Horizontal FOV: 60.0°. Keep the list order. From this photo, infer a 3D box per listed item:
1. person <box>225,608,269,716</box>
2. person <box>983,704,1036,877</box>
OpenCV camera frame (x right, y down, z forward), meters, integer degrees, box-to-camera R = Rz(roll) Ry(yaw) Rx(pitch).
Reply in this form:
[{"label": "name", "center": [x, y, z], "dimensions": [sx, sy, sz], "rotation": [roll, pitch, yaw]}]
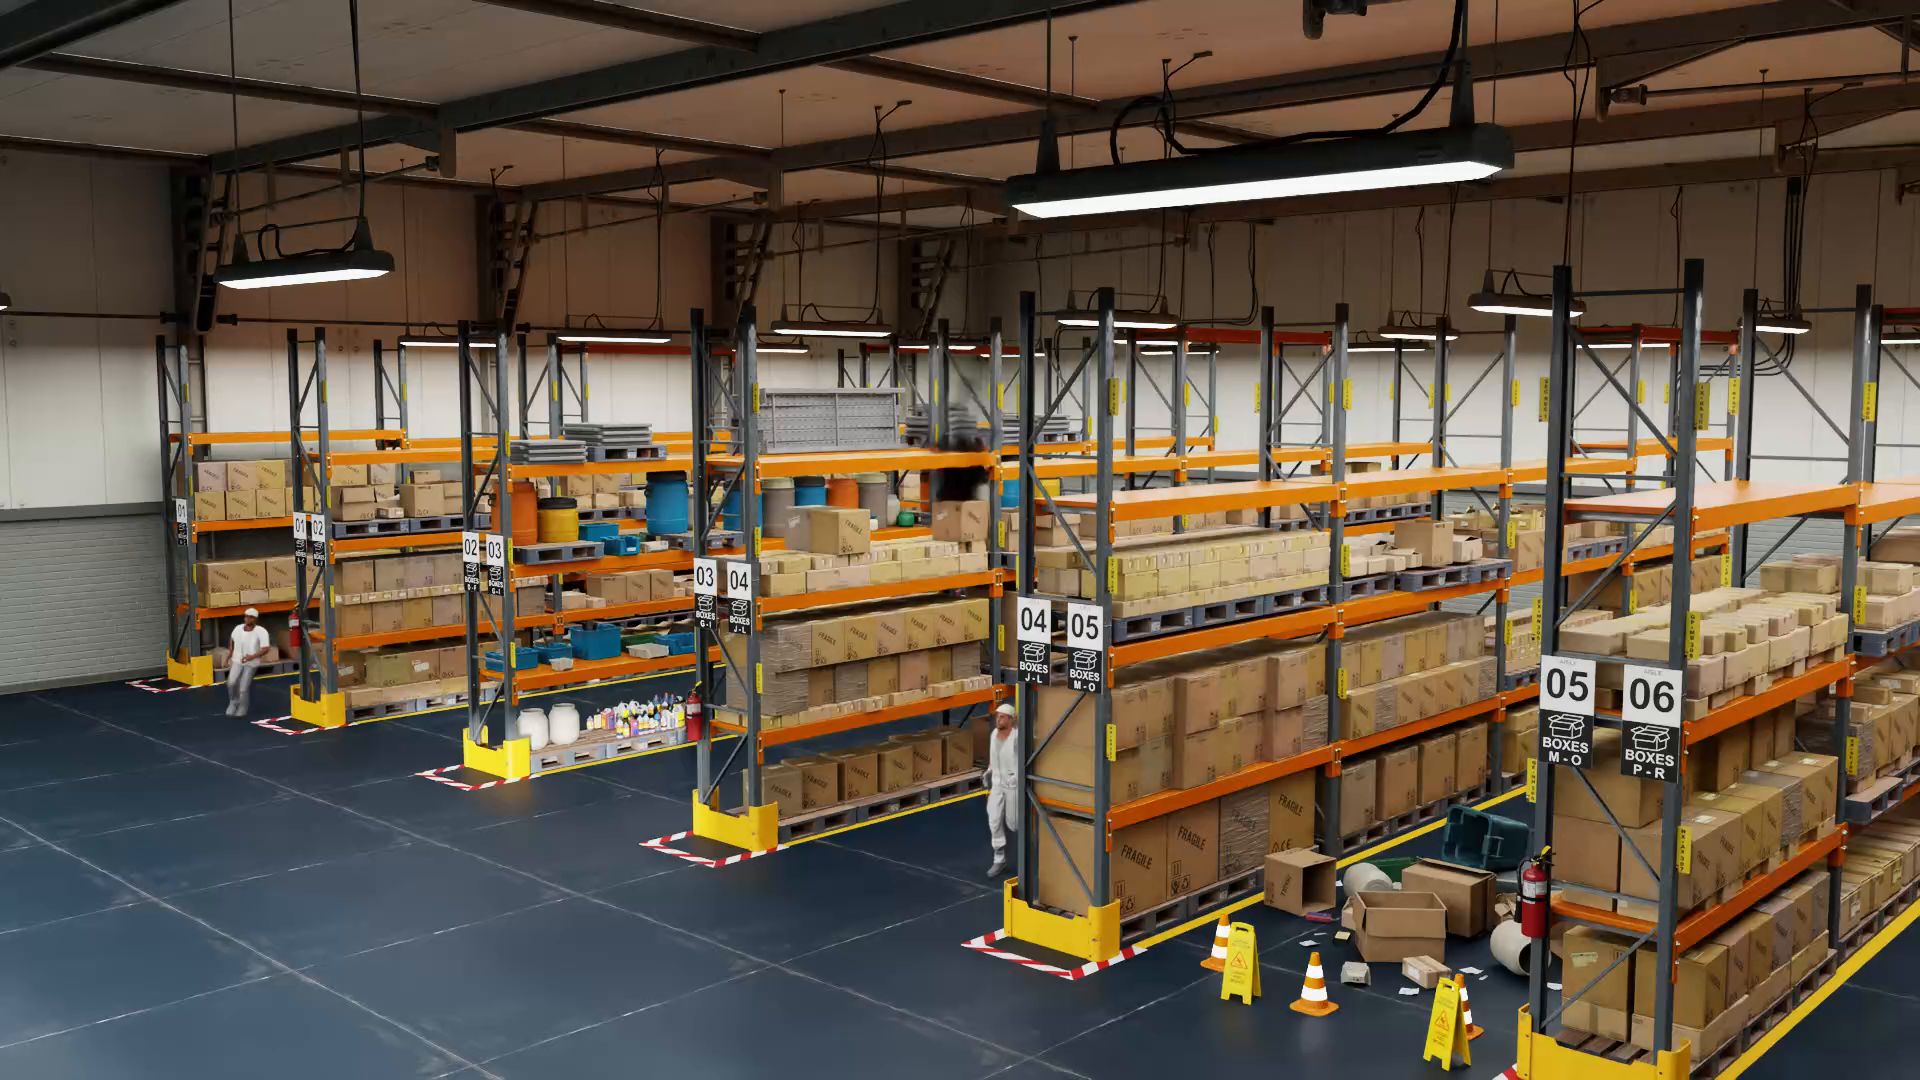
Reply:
[{"label": "person", "center": [-11.012, 1.897, 25.623], "dimensions": [0.727, 1.697, 0.643], "rotation": [0, 5, -1]}, {"label": "person", "center": [0.569, 2.621, 17.672], "dimensions": [0.679, 1.803, 0.798], "rotation": [4, 7, 39]}]
